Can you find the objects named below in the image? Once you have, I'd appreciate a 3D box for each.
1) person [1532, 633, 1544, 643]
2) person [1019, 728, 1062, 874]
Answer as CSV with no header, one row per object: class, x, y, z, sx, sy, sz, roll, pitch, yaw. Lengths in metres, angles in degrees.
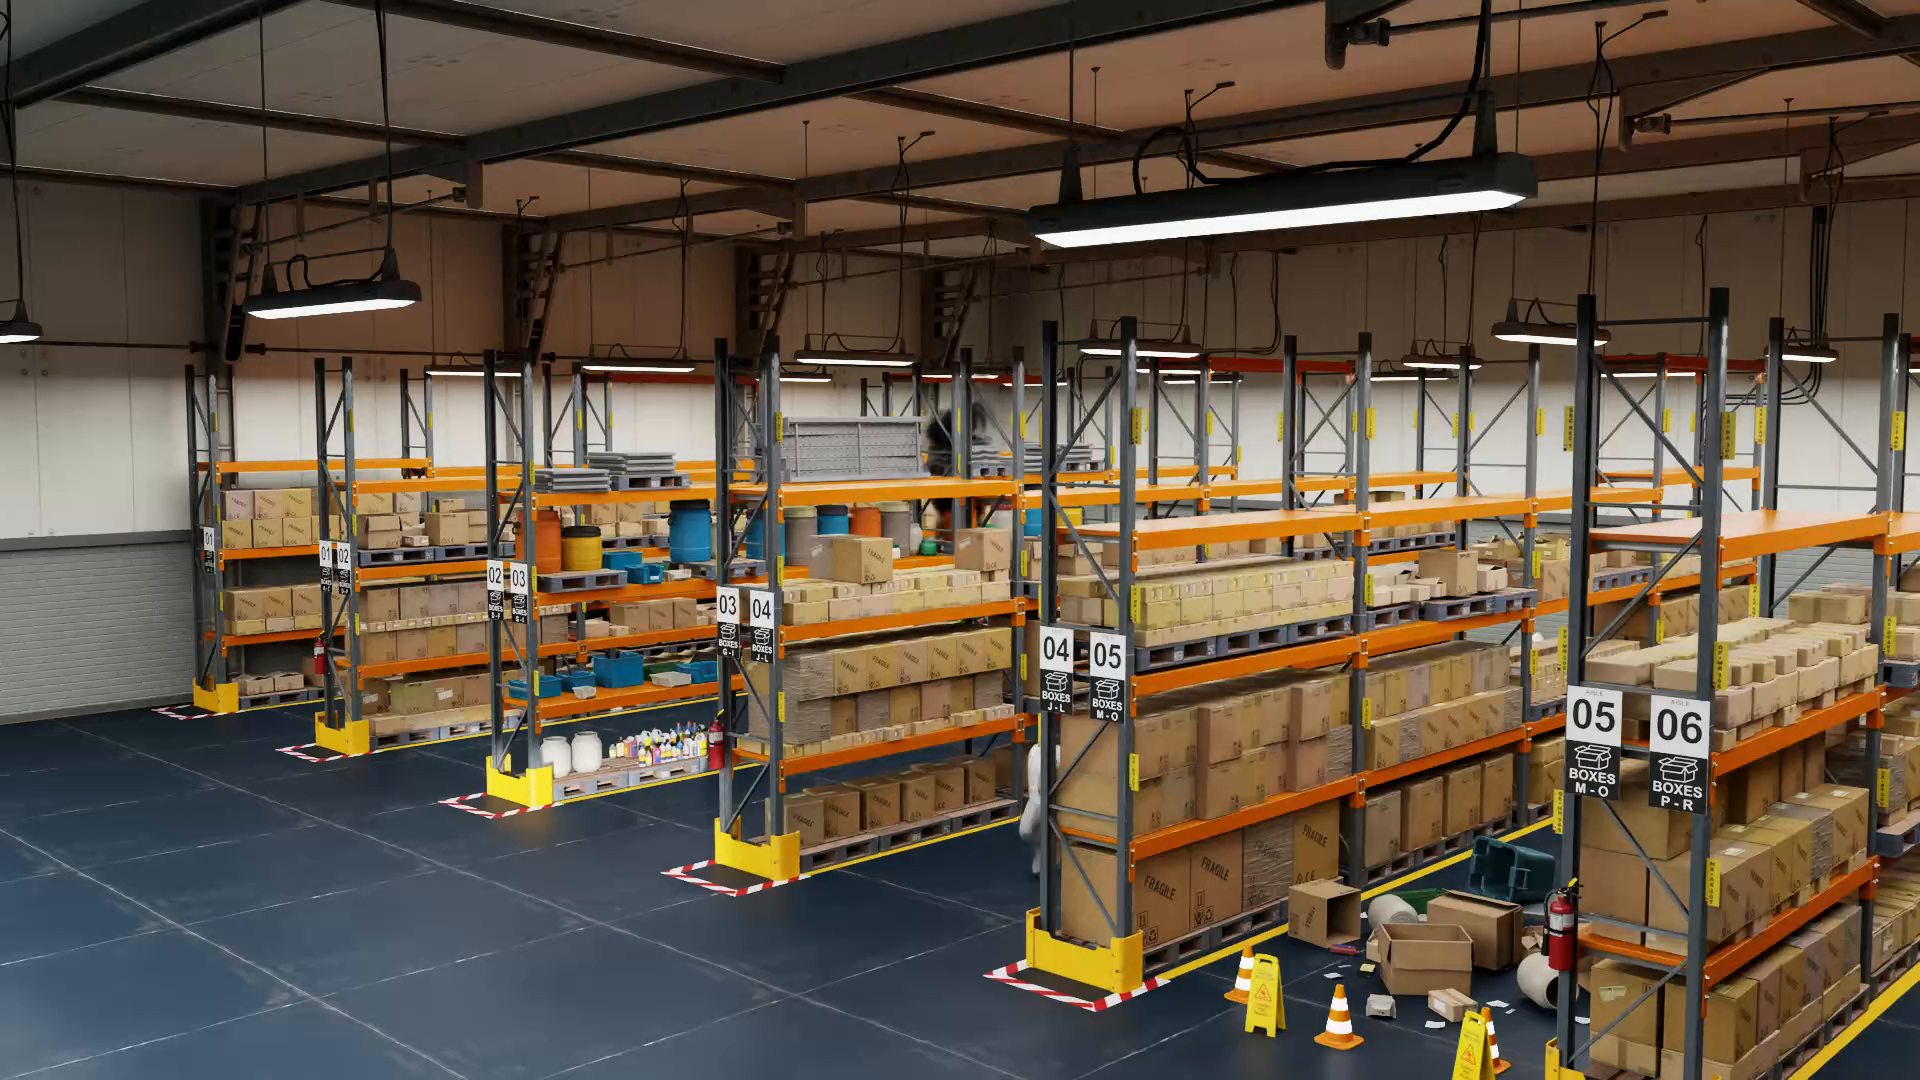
person,8.982,2.307,25.902,0.610,1.756,0.824,3,6,38
person,0.952,2.872,18.431,0.656,1.740,0.676,3,5,30
